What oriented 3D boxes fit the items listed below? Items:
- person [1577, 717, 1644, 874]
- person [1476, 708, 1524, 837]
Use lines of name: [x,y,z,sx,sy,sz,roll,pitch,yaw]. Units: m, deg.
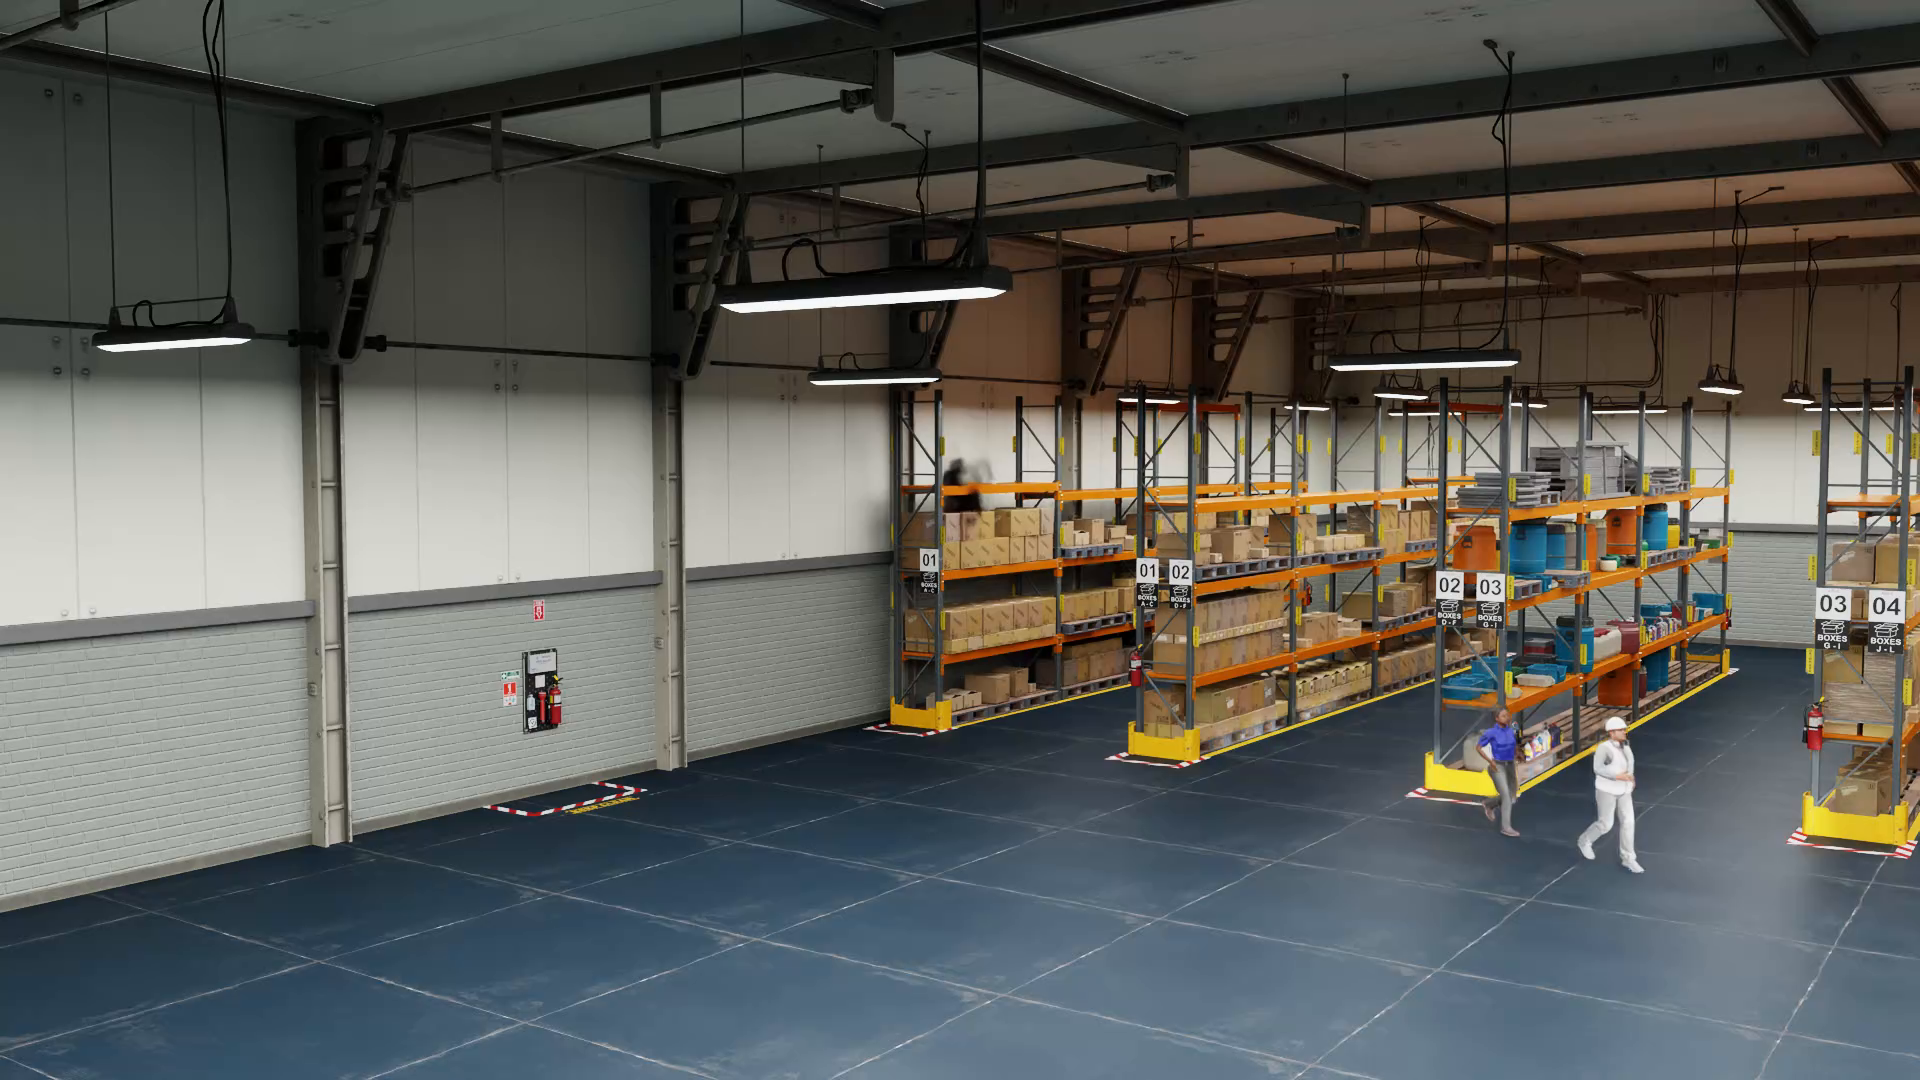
person: [7.766,2.999,19.784,0.677,1.806,0.849,-2,4,-27]
person: [6.995,2.978,21.546,0.586,1.615,0.750,-1,4,-24]
